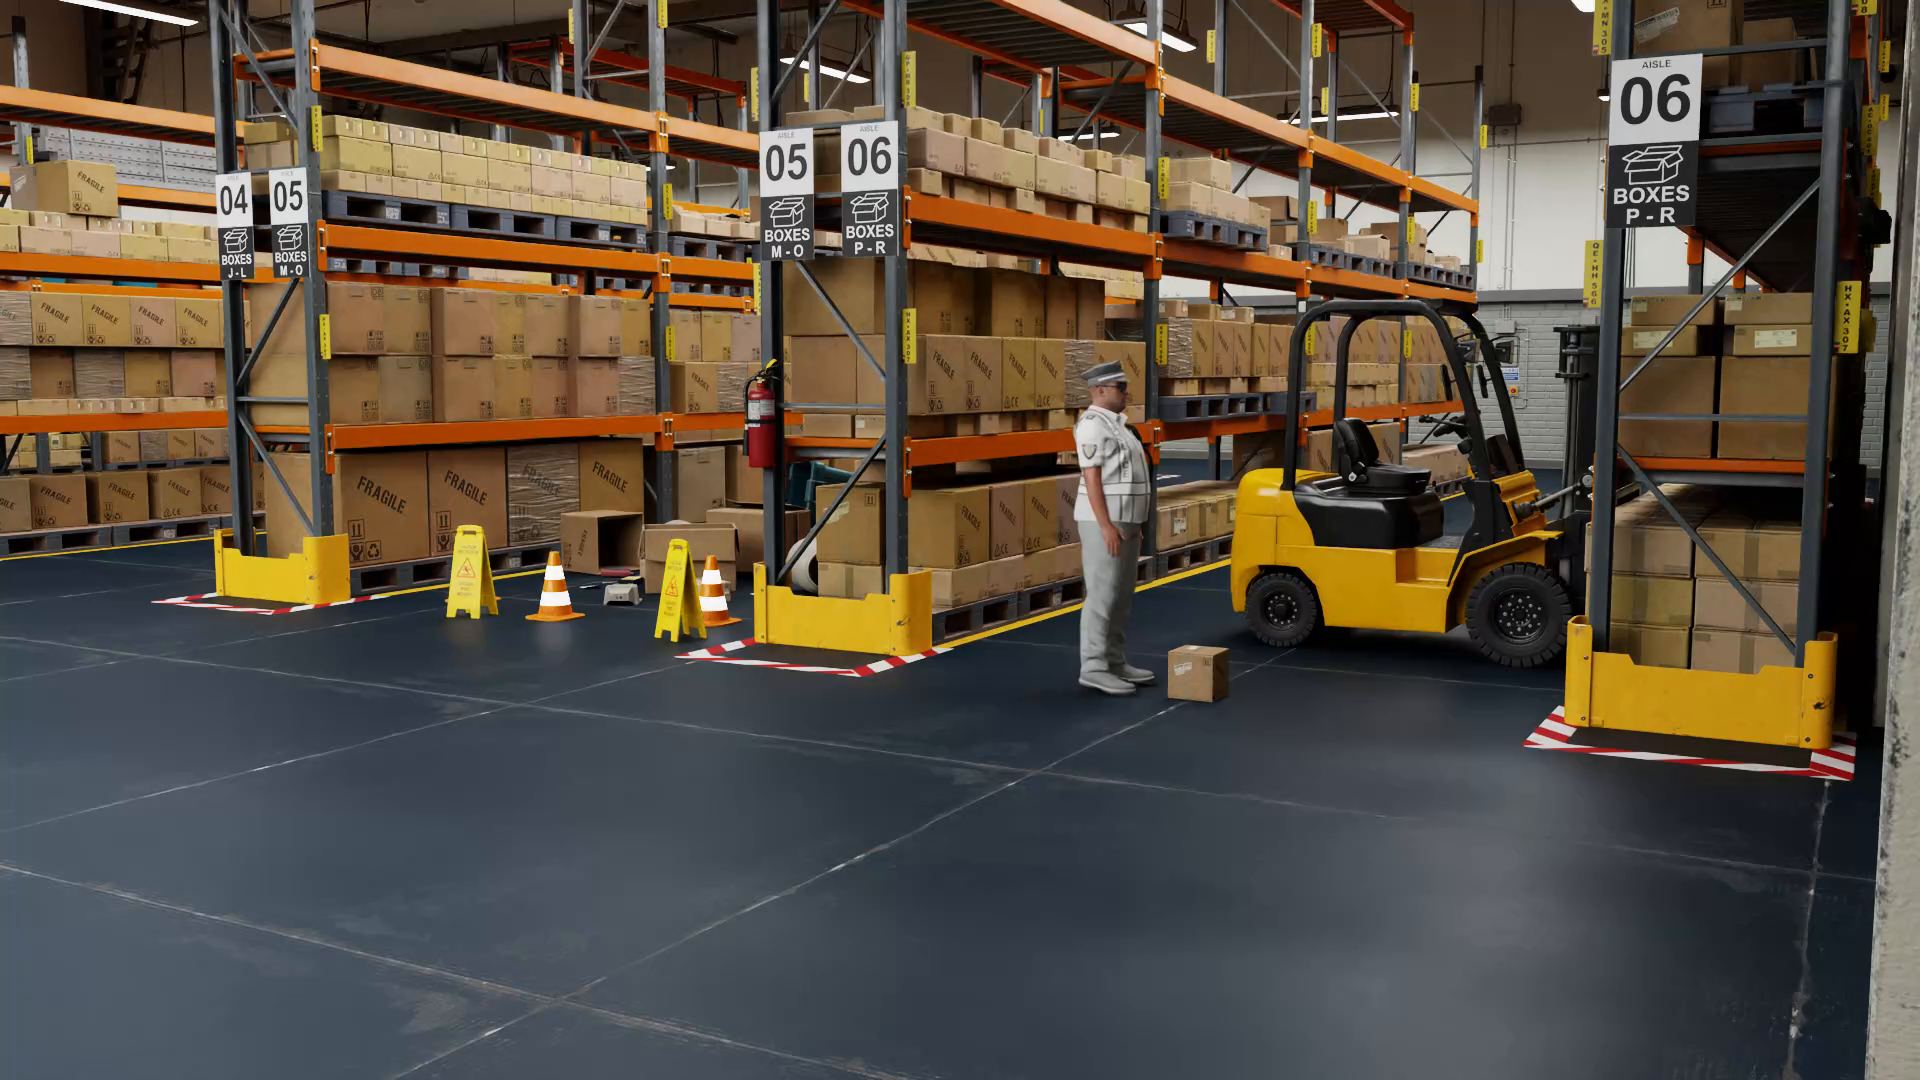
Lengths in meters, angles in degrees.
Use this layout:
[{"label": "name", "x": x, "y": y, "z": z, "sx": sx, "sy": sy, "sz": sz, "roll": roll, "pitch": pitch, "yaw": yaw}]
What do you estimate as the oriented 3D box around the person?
[{"label": "person", "x": 0.842, "y": -0.089, "z": 9.036, "sx": 0.403, "sy": 1.784, "sz": 0.550, "roll": 2, "pitch": 6, "yaw": 22}]
